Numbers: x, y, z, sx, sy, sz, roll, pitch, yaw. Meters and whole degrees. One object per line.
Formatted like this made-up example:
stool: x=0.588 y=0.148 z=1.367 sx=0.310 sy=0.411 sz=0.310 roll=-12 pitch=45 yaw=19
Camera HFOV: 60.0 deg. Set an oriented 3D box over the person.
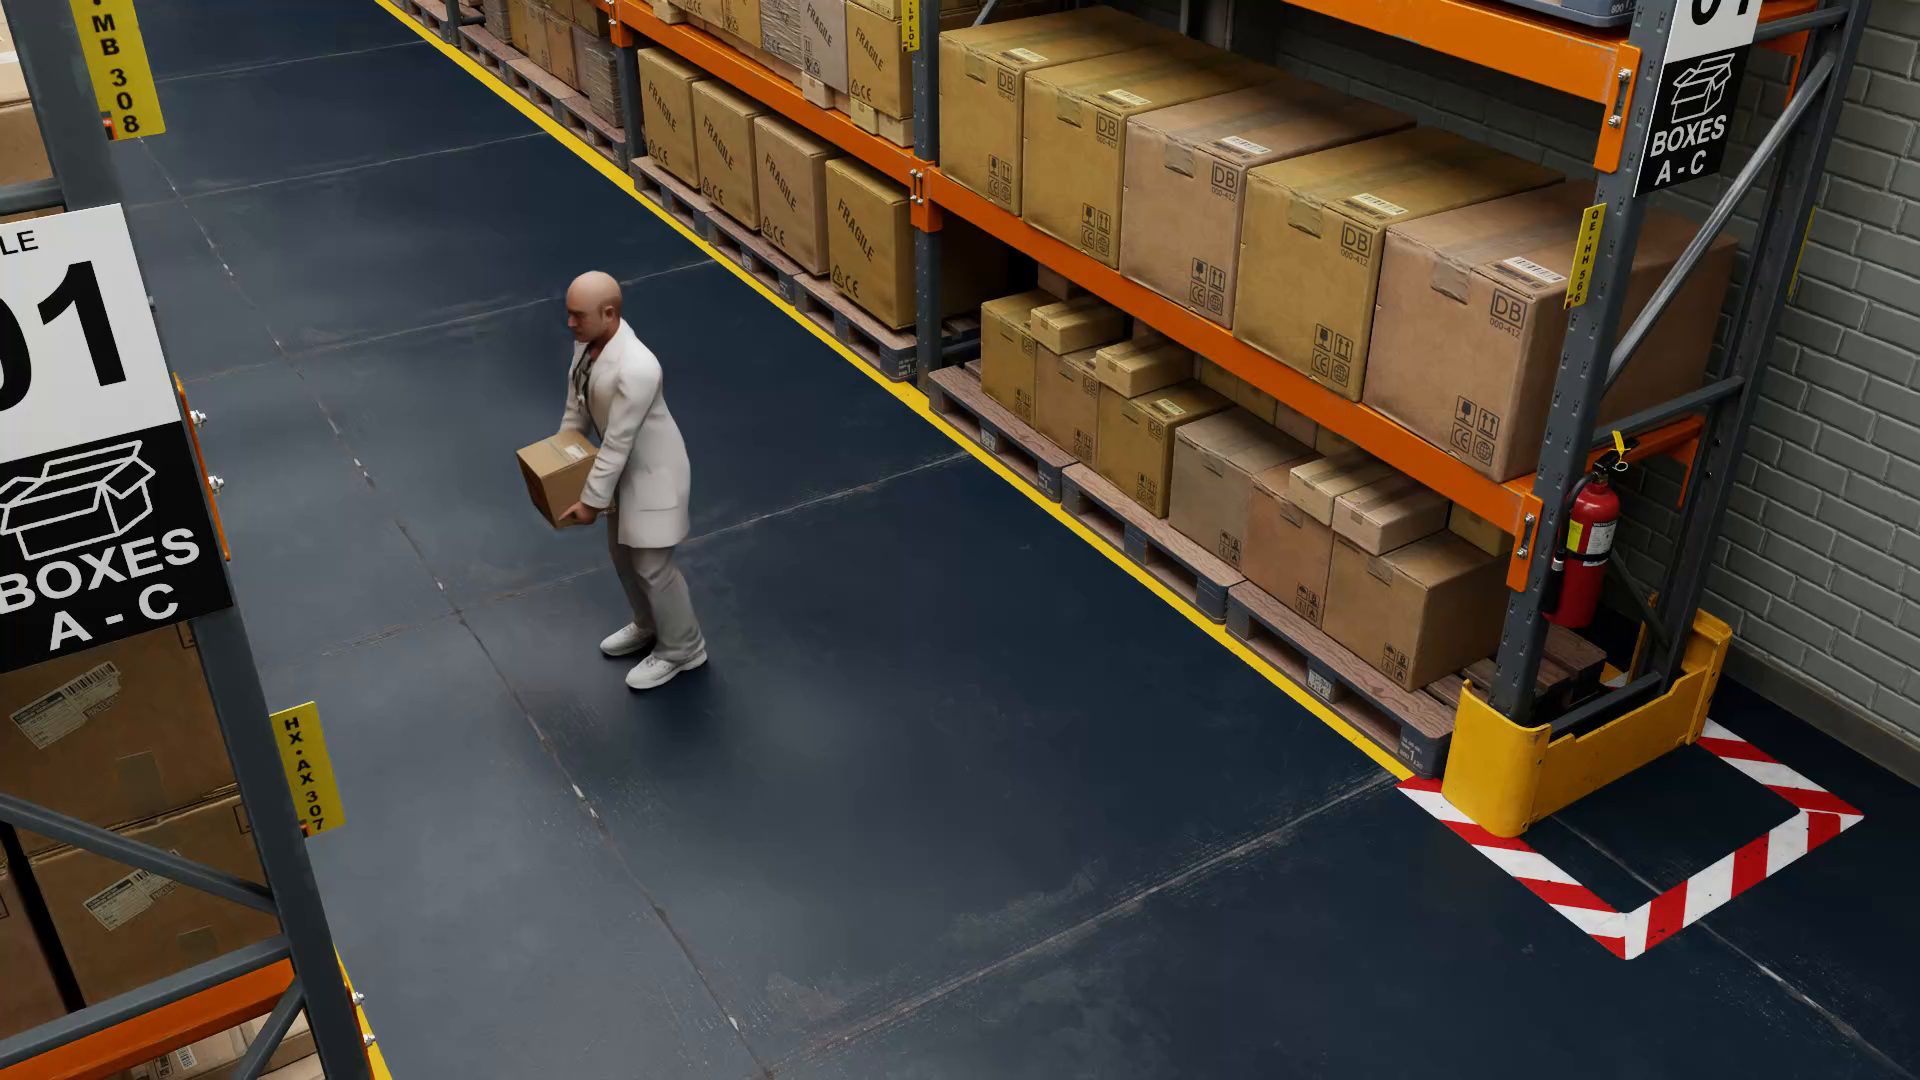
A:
person: x=-1.354 y=-0.227 z=6.526 sx=0.584 sy=1.770 sz=0.528 roll=-20 pitch=37 yaw=-28
